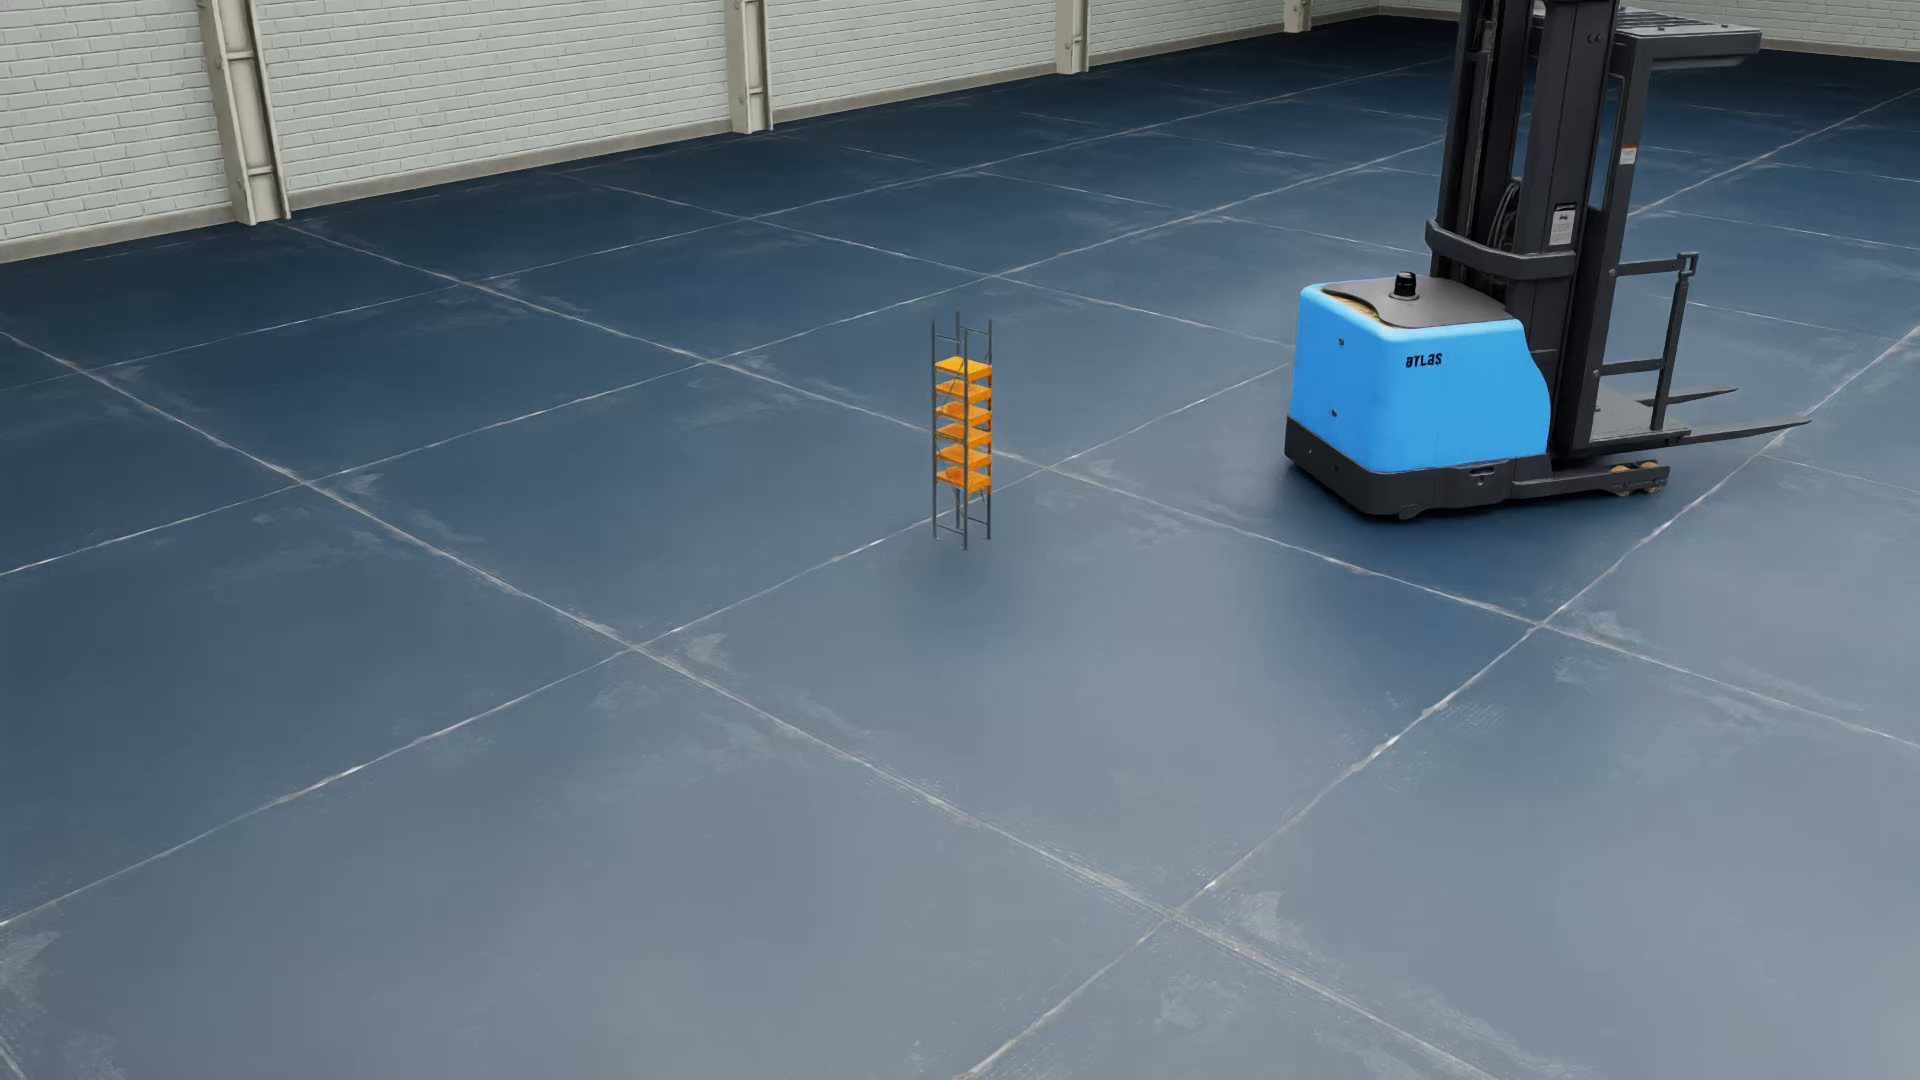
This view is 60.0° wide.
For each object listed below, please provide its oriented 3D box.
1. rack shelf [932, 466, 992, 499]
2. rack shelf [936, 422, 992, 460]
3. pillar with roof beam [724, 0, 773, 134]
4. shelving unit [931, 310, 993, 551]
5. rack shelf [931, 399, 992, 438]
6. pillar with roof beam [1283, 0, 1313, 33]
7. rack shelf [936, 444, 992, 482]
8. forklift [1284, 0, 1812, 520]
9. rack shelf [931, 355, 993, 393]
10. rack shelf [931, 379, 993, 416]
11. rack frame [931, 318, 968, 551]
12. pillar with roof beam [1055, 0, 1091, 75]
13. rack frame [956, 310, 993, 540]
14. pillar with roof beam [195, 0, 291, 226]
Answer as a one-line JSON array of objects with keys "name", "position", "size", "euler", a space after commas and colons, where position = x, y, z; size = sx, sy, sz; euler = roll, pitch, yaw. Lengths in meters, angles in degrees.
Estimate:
[{"name": "rack shelf", "position": [0.010, -0.292, 8.631], "size": [0.258, 0.103, 0.180], "euler": [20, 31, 38]}, {"name": "rack shelf", "position": [0.010, -0.511, 8.533], "size": [0.258, 0.103, 0.180], "euler": [20, 31, 38]}, {"name": "pillar with roof beam", "position": [0.778, -7.719, 14.967], "size": [9.100, 9.000, 0.400], "euler": [20, 31, 38]}, {"name": "shelving unit", "position": [0.010, -0.552, 8.514], "size": [0.258, 1.200, 0.189], "euler": [20, 31, 38]}, {"name": "rack shelf", "position": [0.010, -0.621, 8.483], "size": [0.258, 0.103, 0.180], "euler": [20, 31, 38]}, {"name": "pillar with roof beam", "position": [8.787, -11.375, 23.121], "size": [9.100, 9.000, 0.400], "euler": [20, 31, 38]}, {"name": "rack shelf", "position": [0.010, -0.402, 8.582], "size": [0.258, 0.103, 0.180], "euler": [20, 31, 38]}, {"name": "forklift", "position": [3.465, -1.781, 9.141], "size": [3.031, 2.935, 1.130], "euler": [-7, 25, -16]}, {"name": "rack shelf", "position": [0.010, -0.840, 8.385], "size": [0.258, 0.103, 0.180], "euler": [20, 31, 38]}, {"name": "rack shelf", "position": [0.010, -0.730, 8.434], "size": [0.258, 0.103, 0.180], "euler": [20, 31, 38]}, {"name": "rack frame", "position": [-0.051, -0.524, 8.452], "size": [0.240, 1.200, 0.006], "euler": [20, 31, 38]}, {"name": "pillar with roof beam", "position": [4.782, -9.547, 19.044], "size": [9.100, 9.000, 0.400], "euler": [20, 31, 38]}, {"name": "rack frame", "position": [0.071, -0.580, 8.577], "size": [0.240, 1.200, 0.006], "euler": [20, 31, 38]}, {"name": "pillar with roof beam", "position": [-3.227, -5.891, 10.890], "size": [9.100, 9.000, 0.400], "euler": [20, 31, 38]}]
